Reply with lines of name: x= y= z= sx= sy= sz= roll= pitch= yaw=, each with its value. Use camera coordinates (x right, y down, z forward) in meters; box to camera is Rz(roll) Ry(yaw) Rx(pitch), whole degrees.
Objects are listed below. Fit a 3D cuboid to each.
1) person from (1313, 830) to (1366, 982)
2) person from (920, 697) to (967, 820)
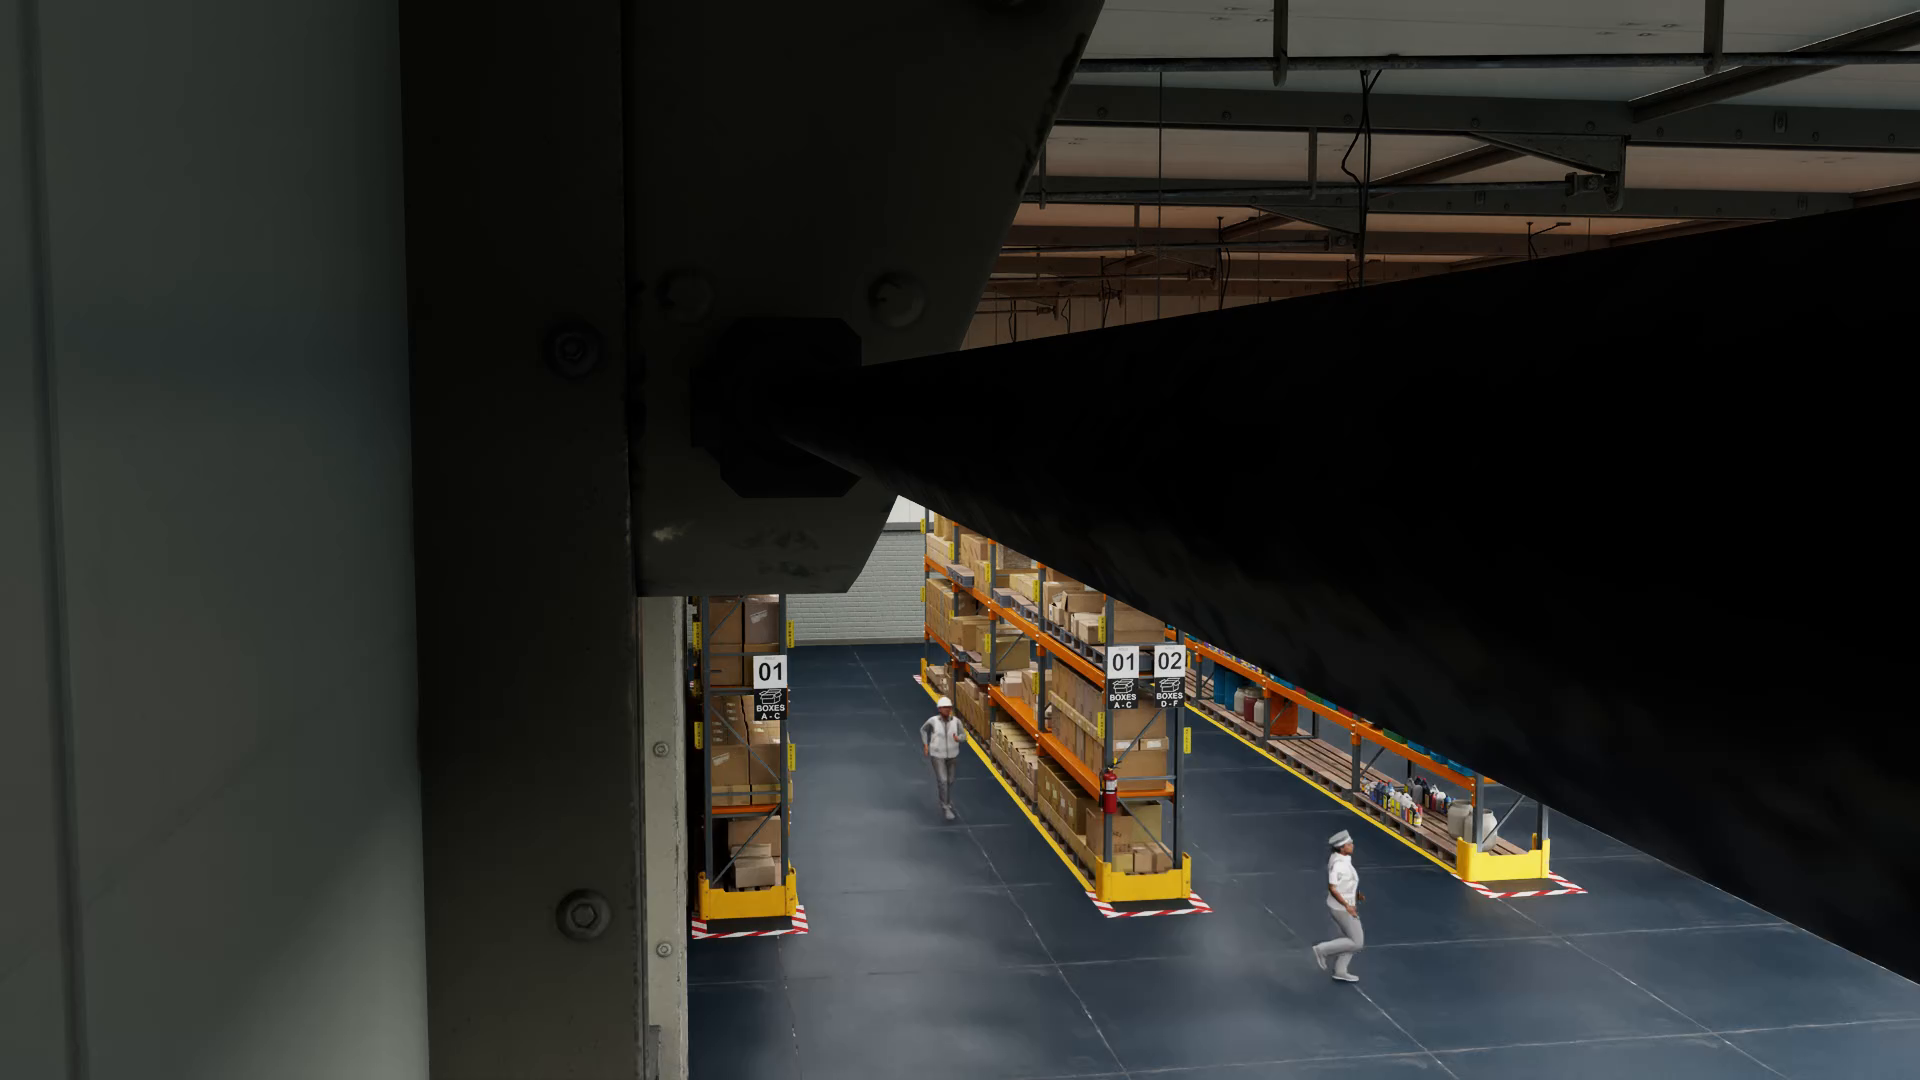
person: x=4.091 y=3.939 z=17.912 sx=0.561 sy=1.654 sz=0.585 roll=1 pitch=5 yaw=9
person: x=-0.235 y=3.222 z=24.937 sx=0.653 sy=1.764 sz=0.972 roll=-1 pitch=5 yaw=-16
